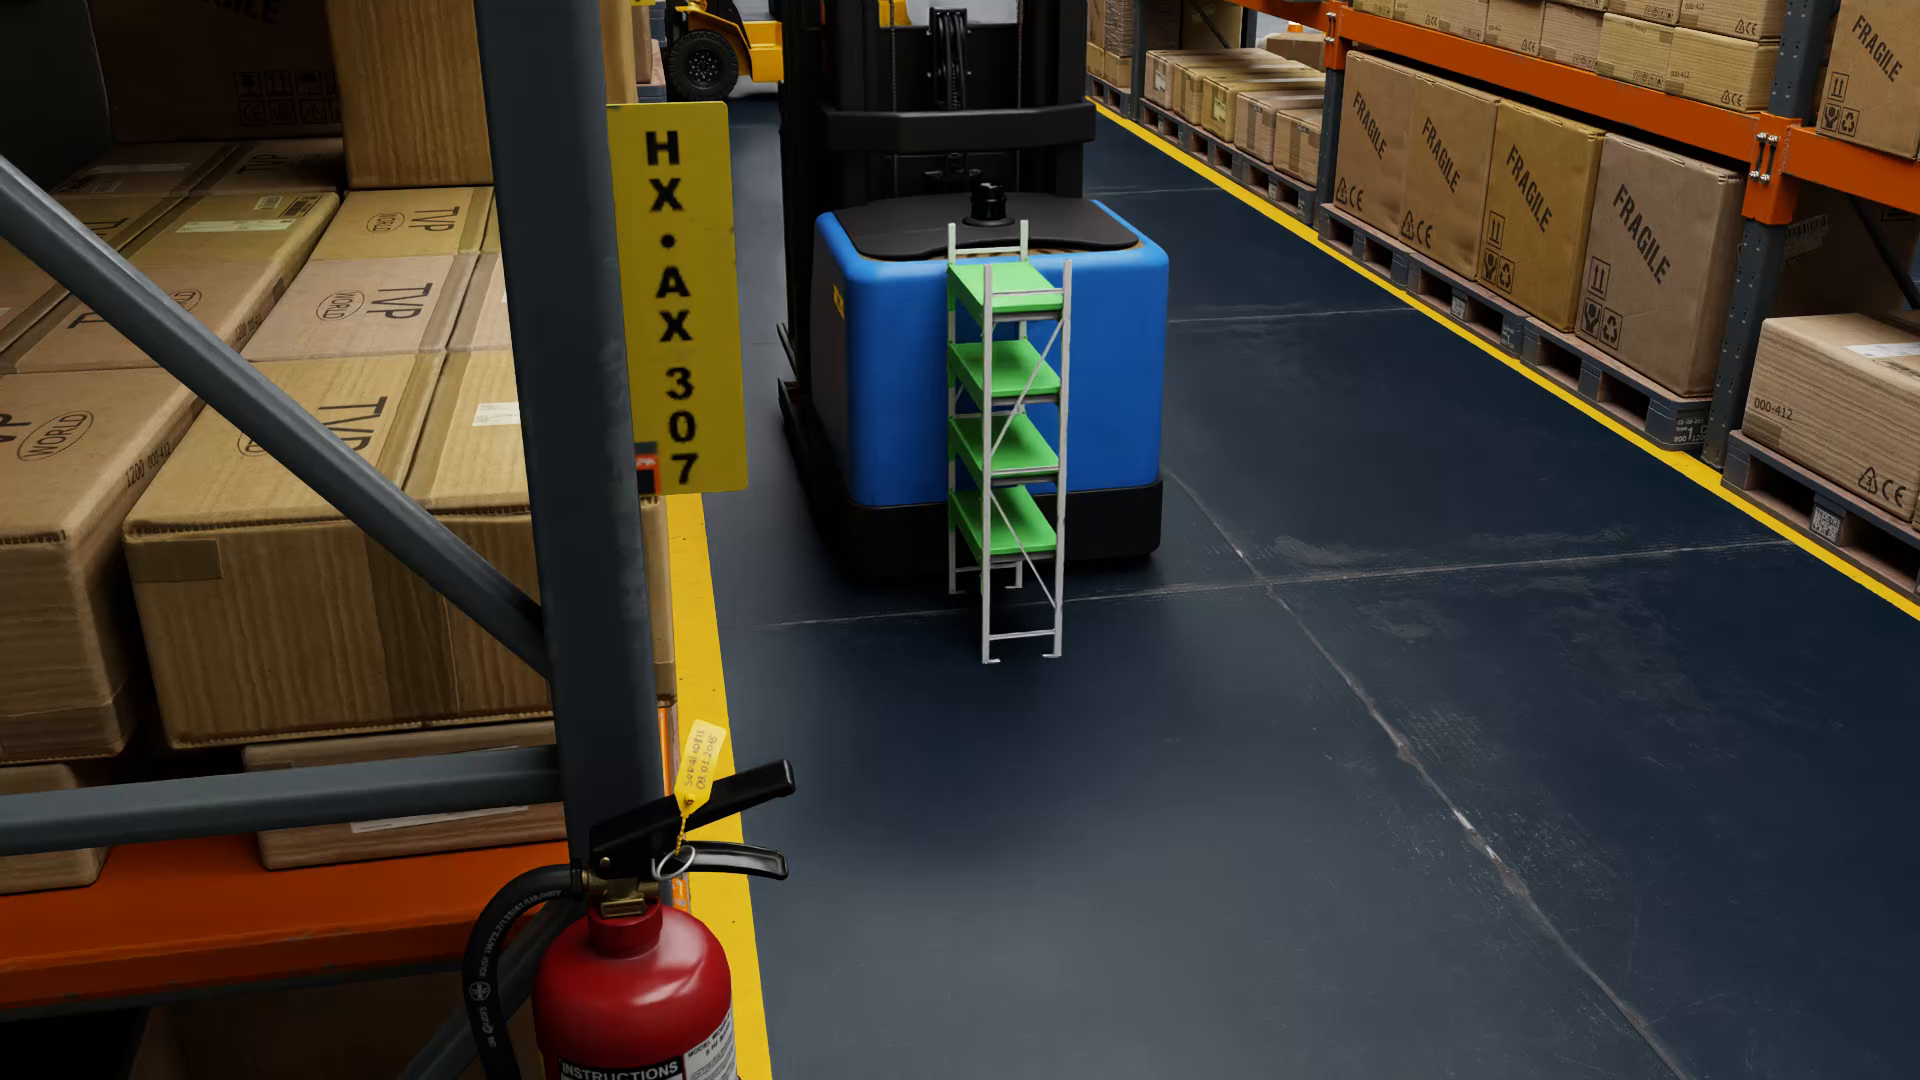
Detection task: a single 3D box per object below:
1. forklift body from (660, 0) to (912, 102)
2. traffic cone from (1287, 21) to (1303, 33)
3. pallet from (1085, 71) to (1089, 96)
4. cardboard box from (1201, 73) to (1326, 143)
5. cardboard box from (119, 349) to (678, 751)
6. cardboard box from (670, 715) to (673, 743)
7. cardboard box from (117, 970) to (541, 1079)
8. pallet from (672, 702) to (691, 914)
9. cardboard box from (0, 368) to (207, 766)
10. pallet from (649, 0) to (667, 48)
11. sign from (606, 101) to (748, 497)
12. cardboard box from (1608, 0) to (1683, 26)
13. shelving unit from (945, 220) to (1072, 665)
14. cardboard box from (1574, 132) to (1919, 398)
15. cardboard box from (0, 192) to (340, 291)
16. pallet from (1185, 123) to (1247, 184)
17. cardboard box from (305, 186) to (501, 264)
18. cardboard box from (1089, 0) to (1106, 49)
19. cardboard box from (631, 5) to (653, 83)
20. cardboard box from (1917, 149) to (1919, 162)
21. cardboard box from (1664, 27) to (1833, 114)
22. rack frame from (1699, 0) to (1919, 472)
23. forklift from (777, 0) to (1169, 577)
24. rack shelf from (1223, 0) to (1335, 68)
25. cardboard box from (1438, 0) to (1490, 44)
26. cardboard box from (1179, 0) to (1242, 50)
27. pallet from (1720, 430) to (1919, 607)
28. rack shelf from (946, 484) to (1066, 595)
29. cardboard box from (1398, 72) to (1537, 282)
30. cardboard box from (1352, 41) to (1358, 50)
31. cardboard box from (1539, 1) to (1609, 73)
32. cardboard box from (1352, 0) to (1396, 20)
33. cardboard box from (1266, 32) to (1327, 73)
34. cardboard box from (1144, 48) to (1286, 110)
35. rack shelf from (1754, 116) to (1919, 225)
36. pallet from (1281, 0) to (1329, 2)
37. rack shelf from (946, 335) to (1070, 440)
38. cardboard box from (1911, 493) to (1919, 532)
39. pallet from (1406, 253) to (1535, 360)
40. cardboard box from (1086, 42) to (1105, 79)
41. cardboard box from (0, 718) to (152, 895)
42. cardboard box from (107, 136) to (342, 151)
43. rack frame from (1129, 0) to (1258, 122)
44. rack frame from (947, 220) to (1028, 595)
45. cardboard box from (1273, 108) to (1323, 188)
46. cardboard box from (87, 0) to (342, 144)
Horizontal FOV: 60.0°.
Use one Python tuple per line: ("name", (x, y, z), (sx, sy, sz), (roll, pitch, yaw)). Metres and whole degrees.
("forklift body", (-1.579, -5.046, 14.617), (2.313, 2.155, 1.214), (-4, 24, -10))
("traffic cone", (3.530, -5.394, 17.523), (0.336, 0.463, 0.334), (-4, 24, -10))
("pallet", (1.506, -4.306, 15.345), (1.003, 0.211, 1.213), (-4, 24, -10))
("cardboard box", (2.260, -3.068, 11.785), (0.950, 0.372, 0.625), (-4, 24, -8))
("cardboard box", (-0.583, -0.019, 1.860), (0.500, 0.250, 0.500), (-4, 24, -9))
("cardboard box", (-0.903, 0.398, 3.688), (0.500, 0.500, 0.500), (-4, 24, -9))
("cardboard box", (-0.784, 0.951, 2.418), (0.797, 0.503, 0.637), (-5, 24, -12))
("pallet", (-1.149, 0.703, 3.877), (1.003, 0.211, 1.213), (-4, 24, -10))
("cardboard box", (-1.110, 0.019, 1.775), (0.500, 0.250, 0.500), (-4, 24, -8))
("pallet", (-2.049, -2.550, 8.080), (1.213, 0.211, 1.003), (-4, 24, -10))
("sign", (-0.231, -0.189, 1.354), (0.100, 0.325, 0.005), (-4, 24, -10))
("cardboard box", (2.953, -2.207, 6.617), (0.500, 0.250, 0.500), (-4, 24, -8))
("shelving unit", (0.132, -0.290, 4.914), (0.258, 1.200, 0.503), (-5, 24, -11))
("cardboard box", (3.180, -1.151, 6.769), (0.875, 0.875, 0.875), (-4, 24, -8))
("cardboard box", (-1.291, -0.379, 2.687), (0.500, 0.250, 0.500), (-4, 24, -8))
("pallet", (2.269, -2.777, 11.844), (1.003, 0.211, 1.213), (-4, 24, -10))
("cardboard box", (-0.774, -0.416, 2.770), (0.500, 0.250, 0.500), (-5, 24, -11))
("cardboard box", (1.425, -4.530, 14.349), (0.500, 0.500, 0.500), (-4, 24, -9))
("cardboard box", (-1.373, -1.771, 5.408), (0.700, 0.500, 0.500), (-4, 24, -8))
("cardboard box", (3.292, -1.338, 4.942), (0.500, 0.500, 0.500), (-4, 24, -9))
("cardboard box", (3.043, -1.784, 6.274), (0.500, 0.250, 0.500), (-5, 24, -11))
("rack frame", (3.374, -1.695, 5.883), (1.000, 3.000, 0.127), (-4, 24, -10))
("forklift", (-0.138, -1.786, 6.177), (1.130, 2.935, 3.031), (-5, 24, -11))
("rack shelf", (2.264, -3.725, 11.430), (1.077, 0.370, 4.000), (-4, 24, -10))
("cardboard box", (2.681, -2.581, 8.099), (0.500, 0.250, 0.500), (-4, 24, -8))
("cardboard box", (2.051, -4.370, 13.981), (0.500, 0.500, 0.500), (-3, 24, -7))
("pallet", (3.437, -0.112, 5.743), (1.003, 0.211, 1.213), (-4, 24, -10))
("rack shelf", (0.132, -0.011, 5.036), (0.258, 0.148, 0.480), (-5, 24, -11))
("cardboard box", (2.841, -1.858, 8.386), (0.875, 0.875, 0.875), (-4, 24, -9))
("cardboard box", (3.967, -4.767, 16.037), (0.637, 0.503, 0.797), (18, 29, 36))
("cardboard box", (2.875, -2.184, 7.190), (0.500, 0.250, 0.500), (-5, 24, -11))
("cardboard box", (2.477, -2.988, 9.032), (0.500, 0.250, 0.500), (-5, 24, -11))
("cardboard box", (3.033, -4.219, 14.783), (0.500, 0.500, 0.500), (13, 27, 27))
("cardboard box", (1.994, -3.624, 13.057), (0.950, 0.372, 0.625), (-4, 24, -9))
("rack shelf", (3.743, -0.578, 4.225), (1.077, 0.370, 4.000), (-4, 24, -10))
("pallet", (2.397, -3.453, 10.147), (1.213, 0.211, 1.003), (-4, 24, -10))
("rack shelf", (0.132, -0.451, 4.844), (0.258, 0.148, 0.480), (-5, 24, -11))
("cardboard box", (3.550, -0.106, 4.922), (0.875, 0.438, 0.875), (-5, 24, -11))
("pallet", (2.928, -1.196, 8.224), (1.003, 0.211, 1.213), (-4, 24, -10))
("cardboard box", (1.412, -4.195, 14.518), (0.500, 0.250, 0.500), (-5, 24, -11))
("cardboard box", (-1.089, 0.252, 1.739), (0.380, 0.149, 0.250), (-5, 24, -10))
("cardboard box", (-1.485, -0.779, 3.601), (0.500, 0.250, 0.500), (-4, 24, -9))
("rack frame", (1.894, -4.841, 13.087), (1.000, 3.000, 0.127), (-4, 24, -10))
("rack frame", (0.082, -0.385, 5.133), (0.240, 1.200, 0.015), (-5, 24, -11))
("cardboard box", (2.539, -2.479, 10.437), (0.950, 0.372, 0.625), (-6, 24, -13))
("cardboard box", (-1.490, -1.132, 3.472), (0.500, 0.500, 0.500), (-5, 24, -11))
